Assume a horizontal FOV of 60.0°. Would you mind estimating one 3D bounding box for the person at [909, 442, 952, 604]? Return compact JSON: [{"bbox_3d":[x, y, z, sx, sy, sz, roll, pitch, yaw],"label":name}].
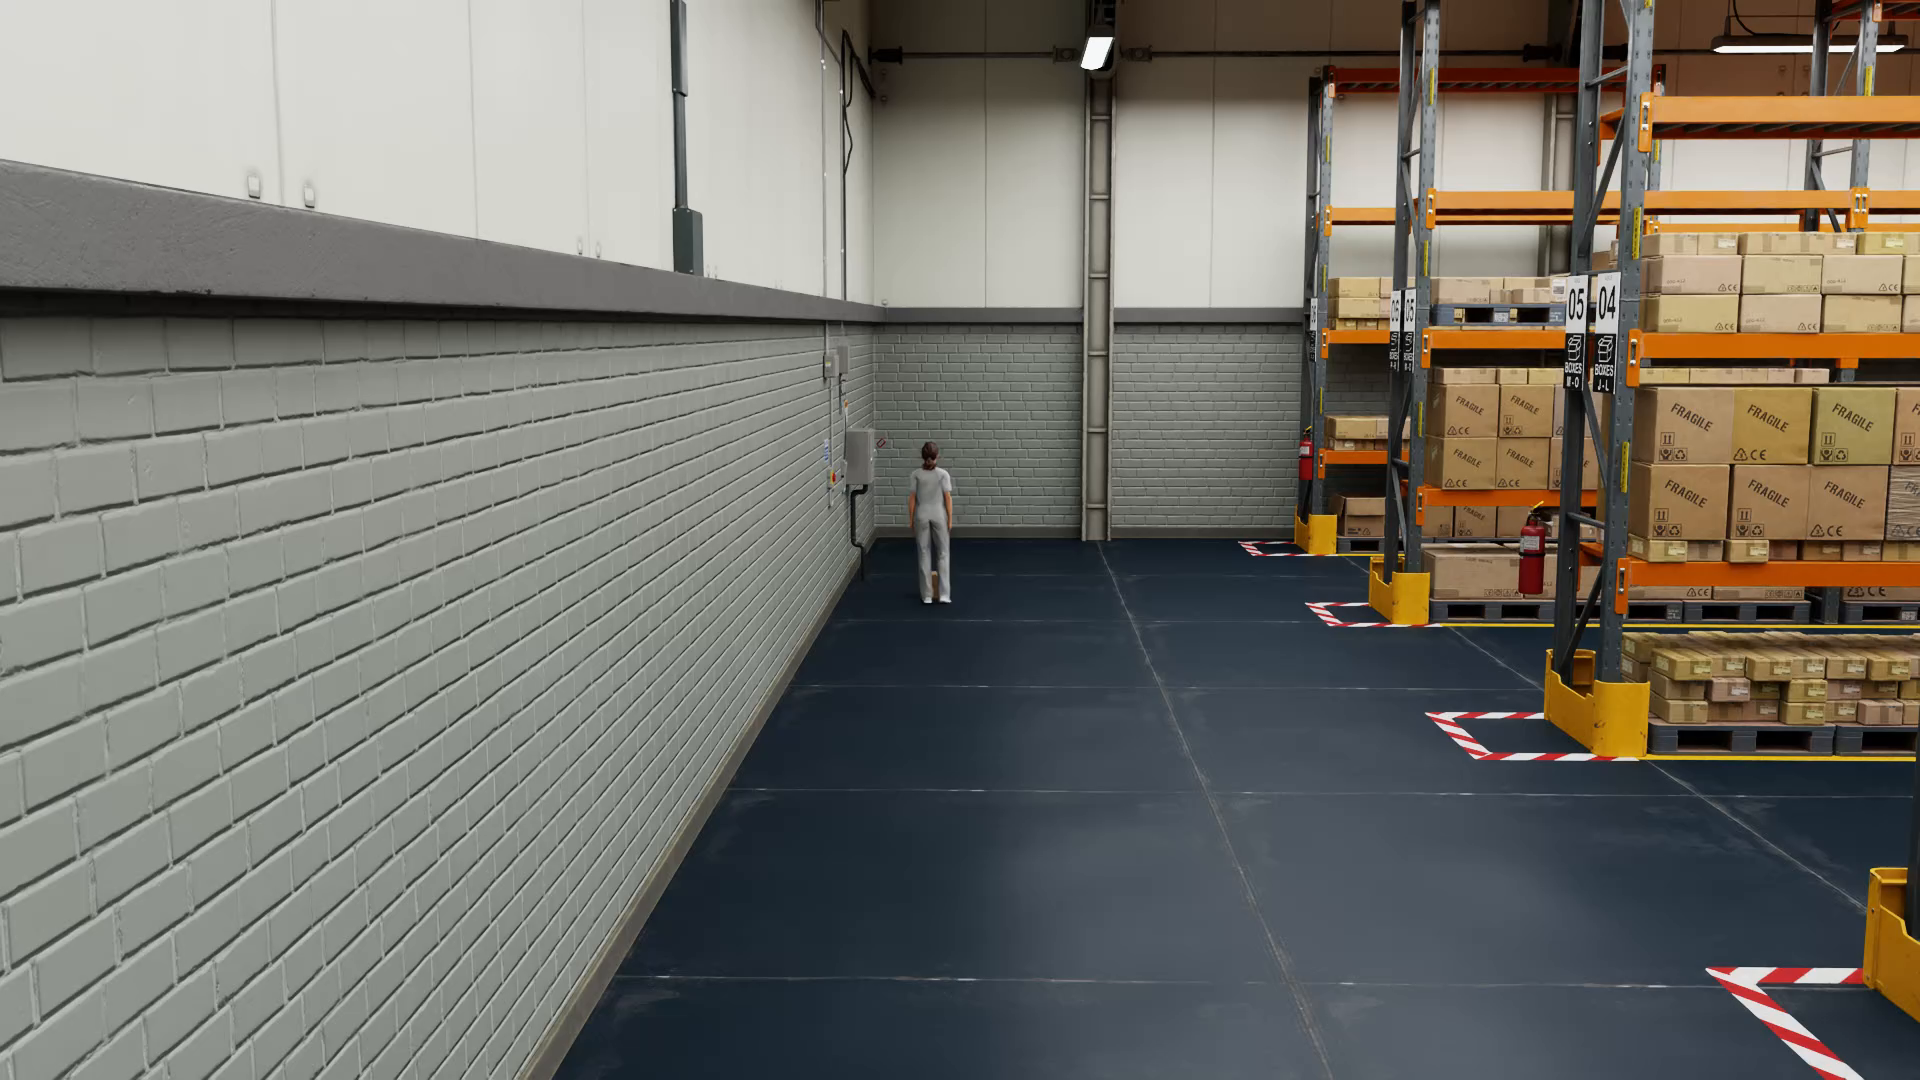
[{"bbox_3d":[-0.305,-0.167,17.155,0.445,1.697,0.449,0,7,2],"label":"person"}]
